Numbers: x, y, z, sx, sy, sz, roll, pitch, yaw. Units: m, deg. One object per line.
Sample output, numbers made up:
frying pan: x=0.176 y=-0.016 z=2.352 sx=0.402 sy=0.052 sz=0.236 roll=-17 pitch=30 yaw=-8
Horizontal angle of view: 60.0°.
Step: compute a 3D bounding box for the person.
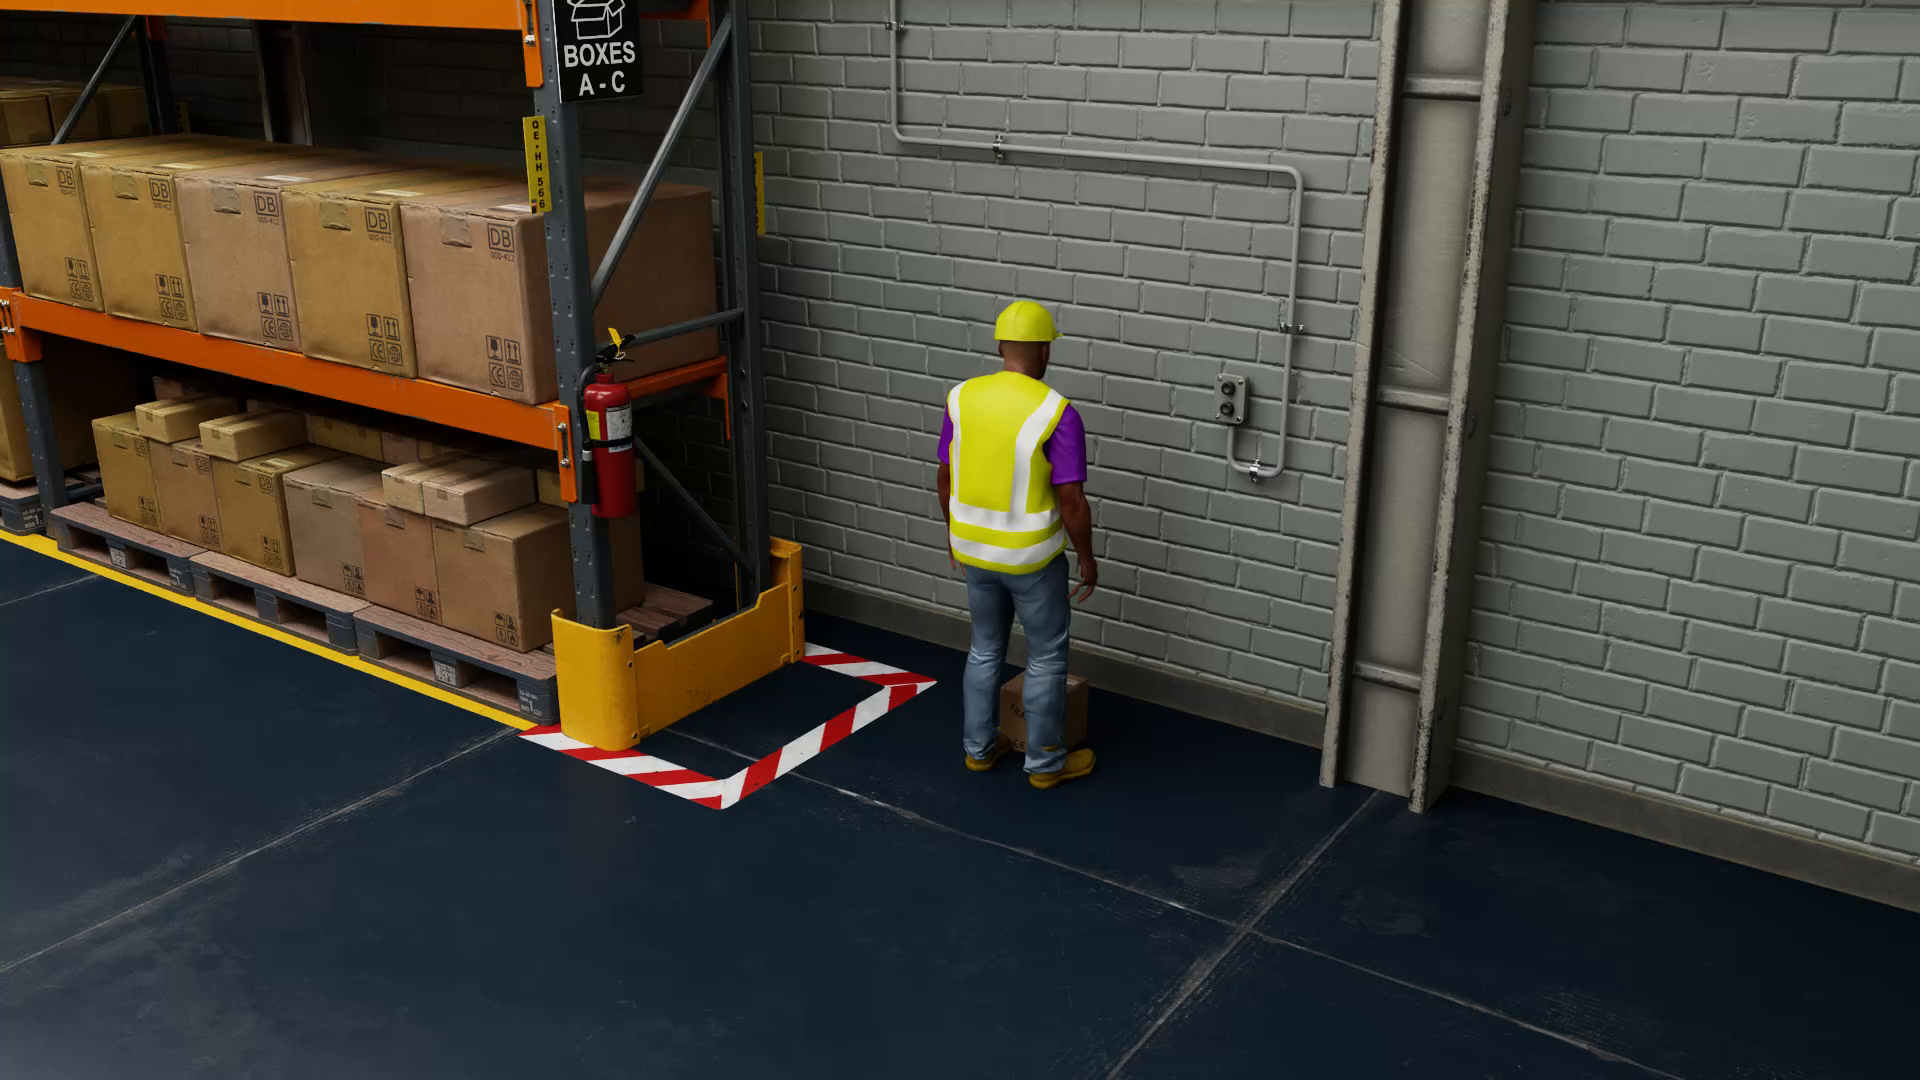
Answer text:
person: x=0.208 y=0.021 z=5.984 sx=0.626 sy=1.761 sz=0.458 roll=13 pitch=23 yaw=32
